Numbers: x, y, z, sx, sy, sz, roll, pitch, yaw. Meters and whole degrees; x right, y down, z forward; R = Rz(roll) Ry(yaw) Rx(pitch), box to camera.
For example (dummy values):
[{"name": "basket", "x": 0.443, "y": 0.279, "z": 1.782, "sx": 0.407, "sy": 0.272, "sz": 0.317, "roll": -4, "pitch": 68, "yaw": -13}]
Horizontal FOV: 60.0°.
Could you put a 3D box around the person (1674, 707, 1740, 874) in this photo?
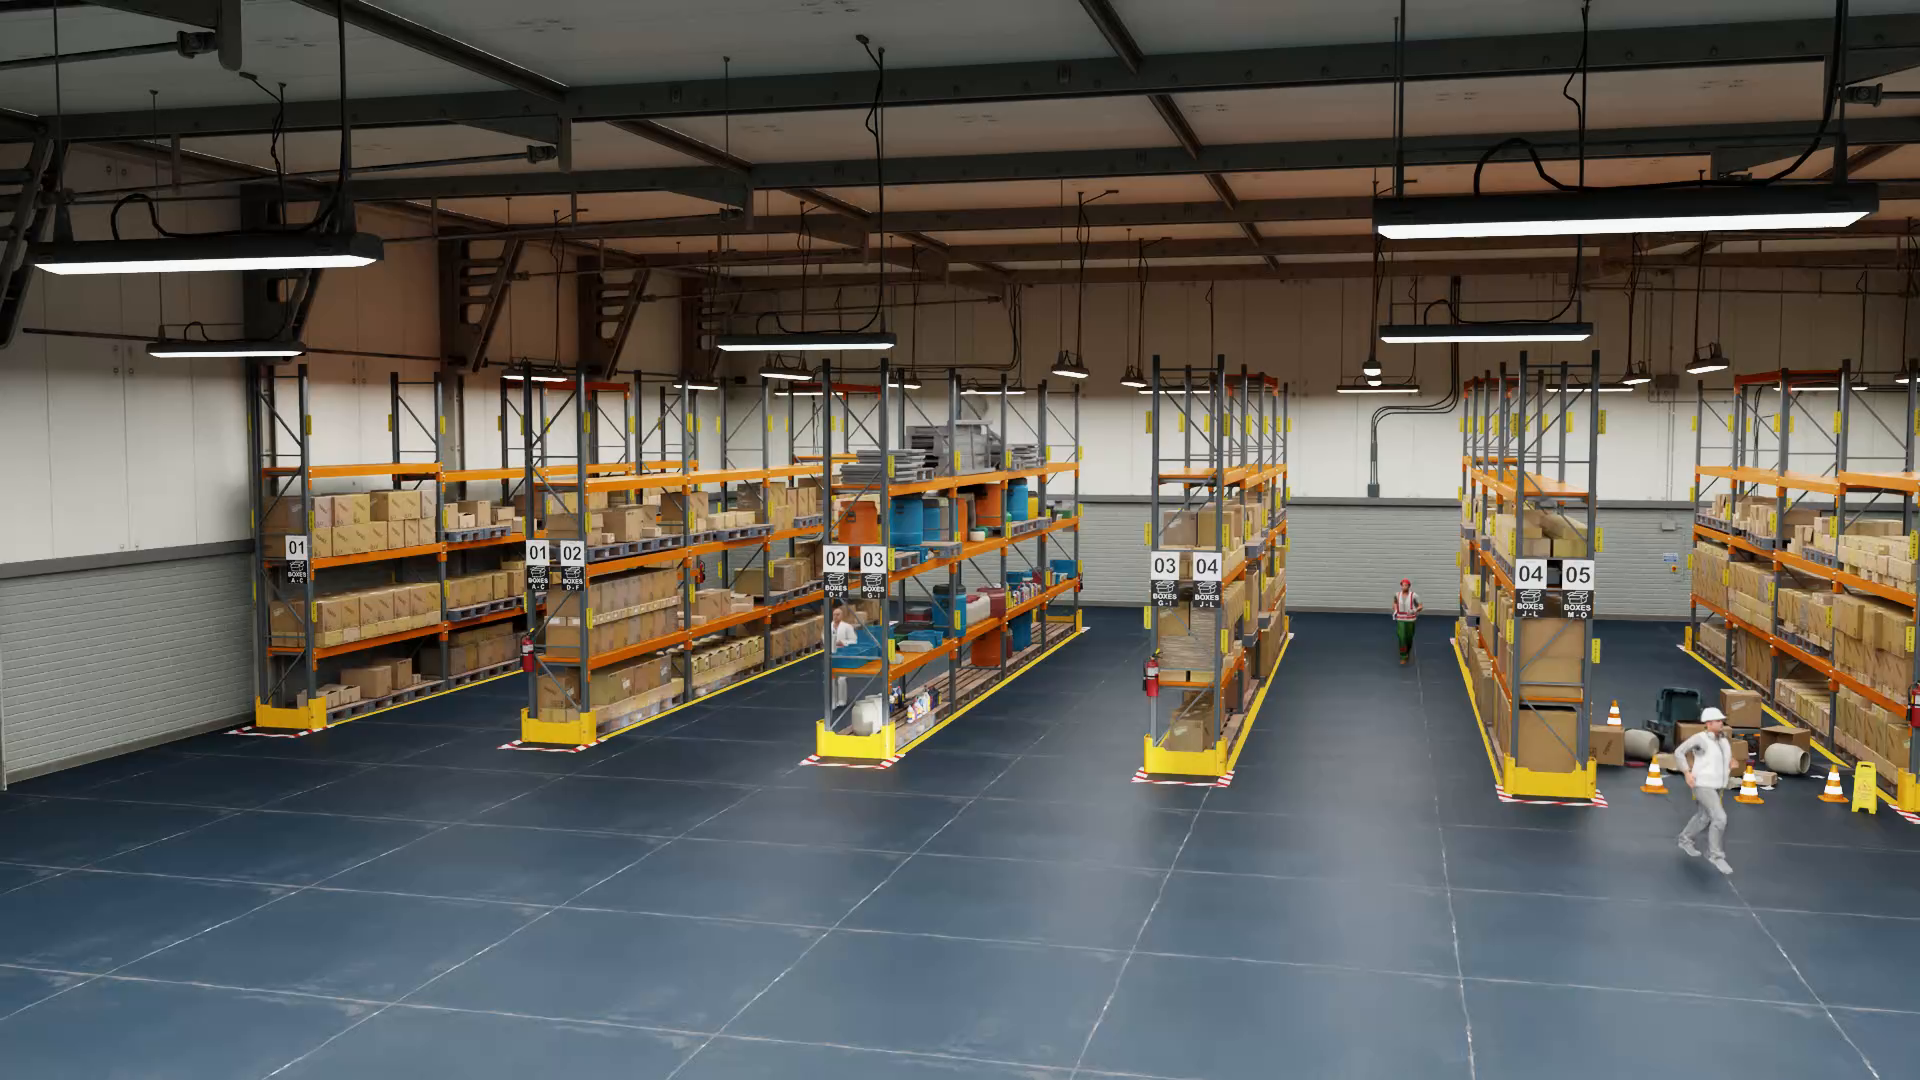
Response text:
[{"name": "person", "x": 8.509, "y": 2.807, "z": 18.897, "sx": 0.644, "sy": 1.824, "sz": 0.776, "roll": -3, "pitch": 5, "yaw": -33}]

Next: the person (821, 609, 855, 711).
[{"name": "person", "x": -2.183, "y": 2.112, "z": 29.282, "sx": 0.698, "sy": 1.811, "sz": 0.747, "roll": 1, "pitch": 4, "yaw": 12}]

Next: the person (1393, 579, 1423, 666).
[{"name": "person", "x": 9.369, "y": 1.707, "z": 34.851, "sx": 0.639, "sy": 1.794, "sz": 0.915, "roll": 2, "pitch": 4, "yaw": 21}]
